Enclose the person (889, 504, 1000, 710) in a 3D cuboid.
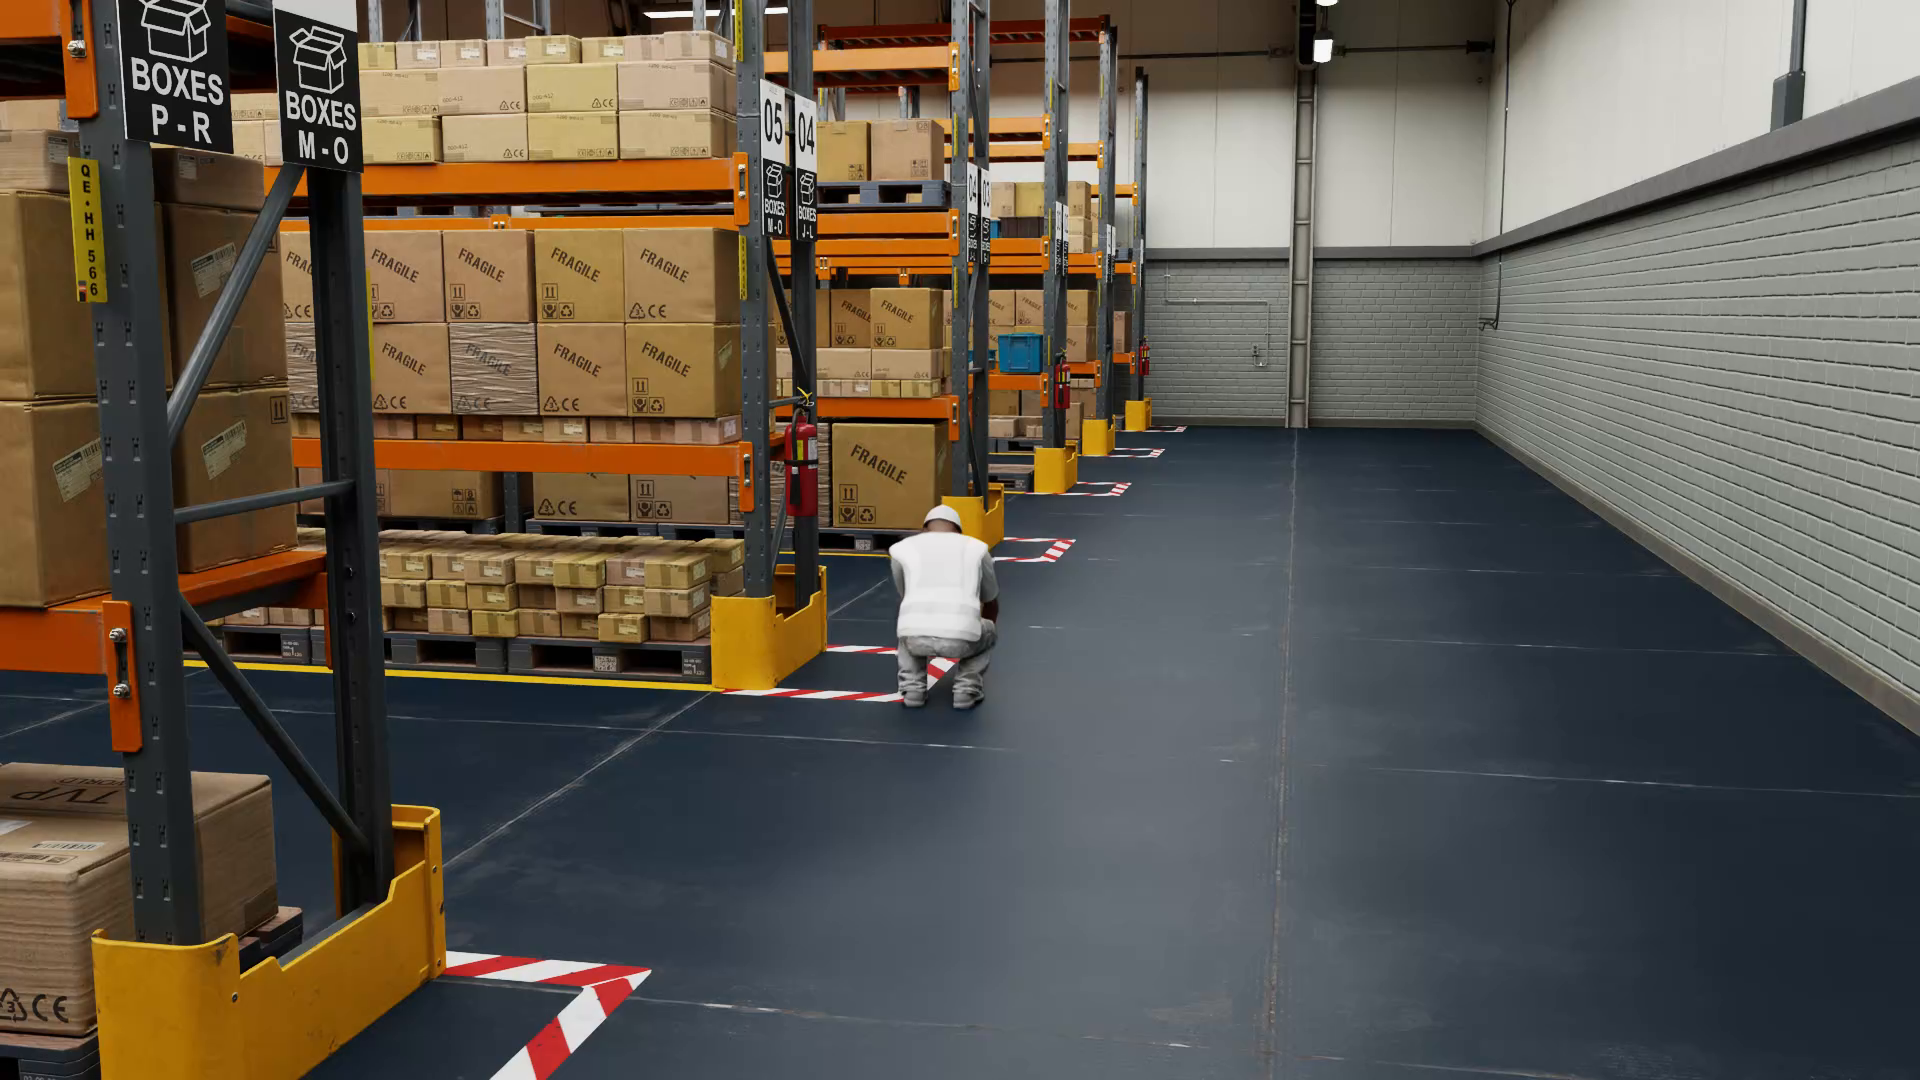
[{"bbox_3d":[-0.092,0.338,8.721,0.569,0.990,0.912,1,8,9],"label":"person"}]
